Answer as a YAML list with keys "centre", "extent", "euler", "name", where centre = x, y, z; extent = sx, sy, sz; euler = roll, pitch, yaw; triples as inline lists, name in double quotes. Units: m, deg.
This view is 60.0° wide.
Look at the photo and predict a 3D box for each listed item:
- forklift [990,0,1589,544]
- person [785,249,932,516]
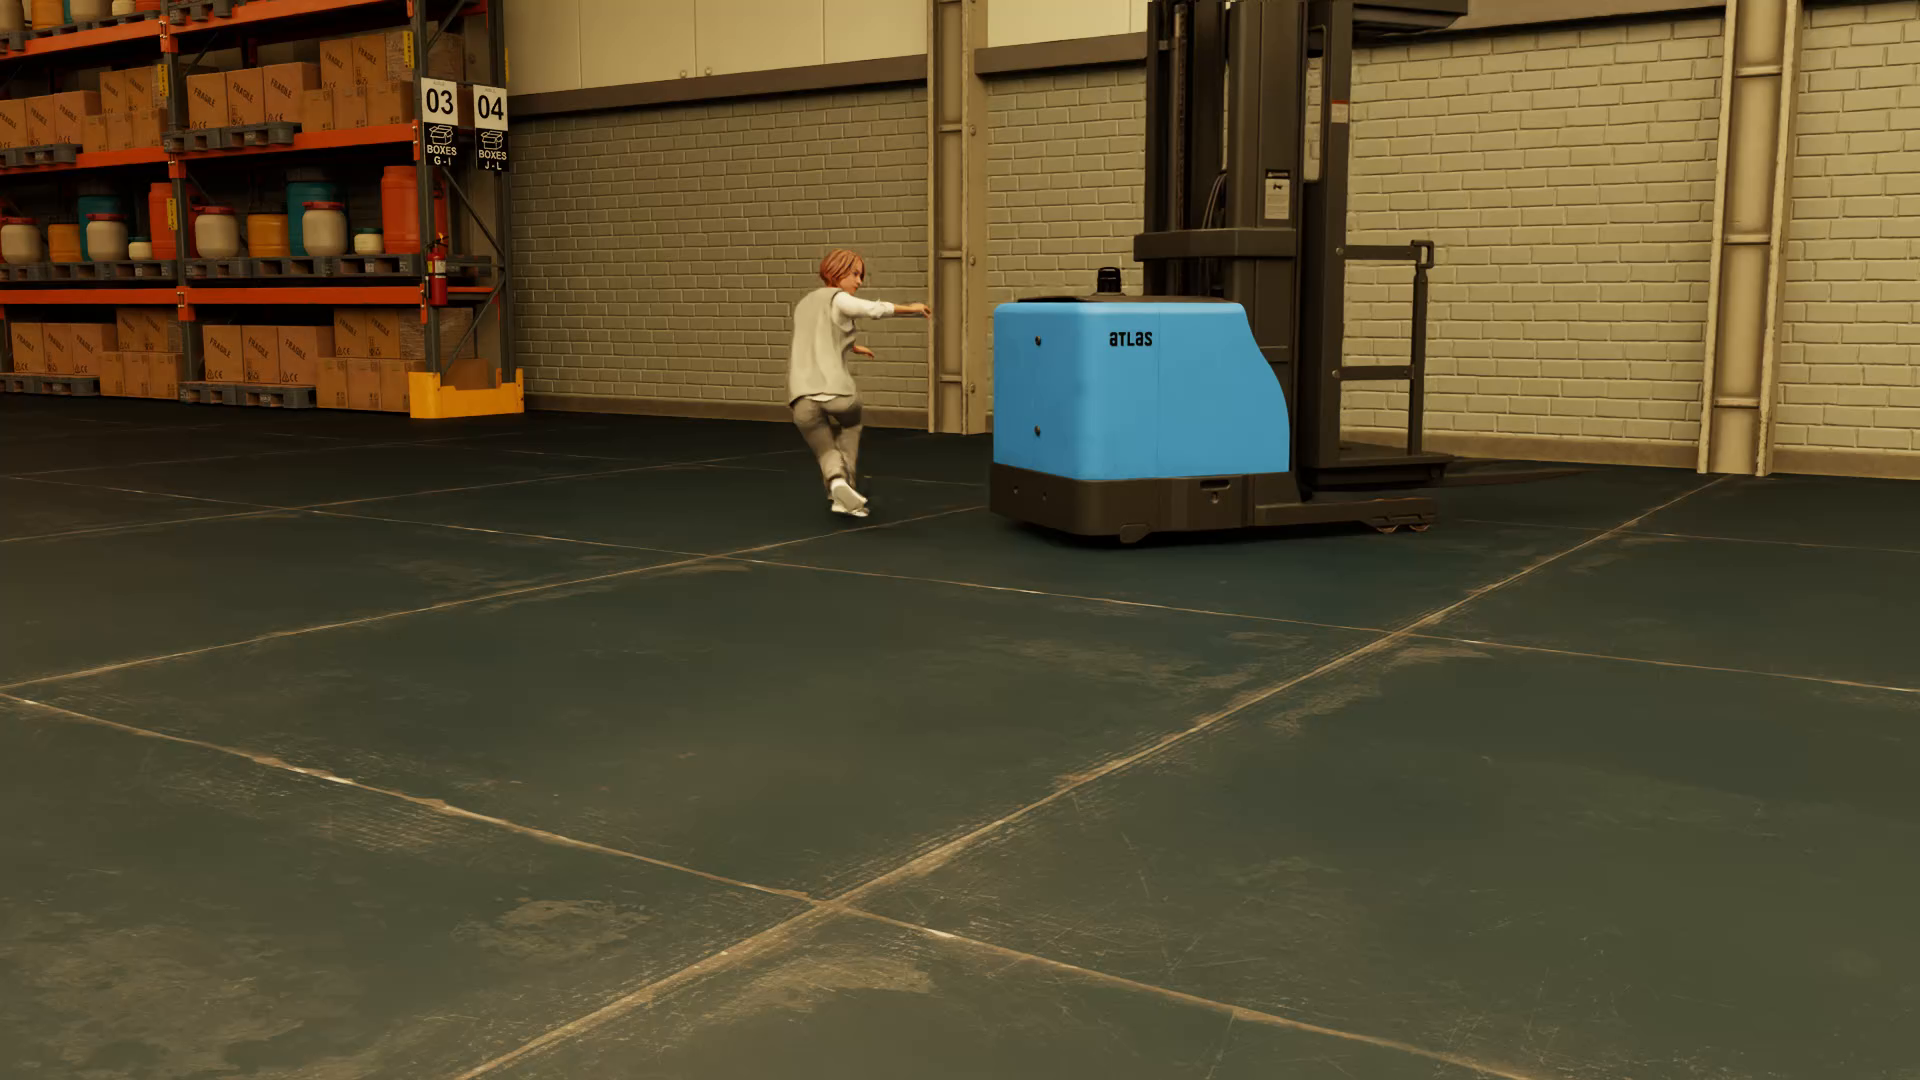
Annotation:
- centre: [1.711, -1.545, 8.061]
  extent: [3.031, 2.935, 1.130]
  euler: [-4, 9, -23]
  name: "forklift"
- centre: [-0.472, -0.766, 8.303]
  extent: [0.701, 1.357, 1.021]
  euler: [3, 9, 19]
  name: "person"
